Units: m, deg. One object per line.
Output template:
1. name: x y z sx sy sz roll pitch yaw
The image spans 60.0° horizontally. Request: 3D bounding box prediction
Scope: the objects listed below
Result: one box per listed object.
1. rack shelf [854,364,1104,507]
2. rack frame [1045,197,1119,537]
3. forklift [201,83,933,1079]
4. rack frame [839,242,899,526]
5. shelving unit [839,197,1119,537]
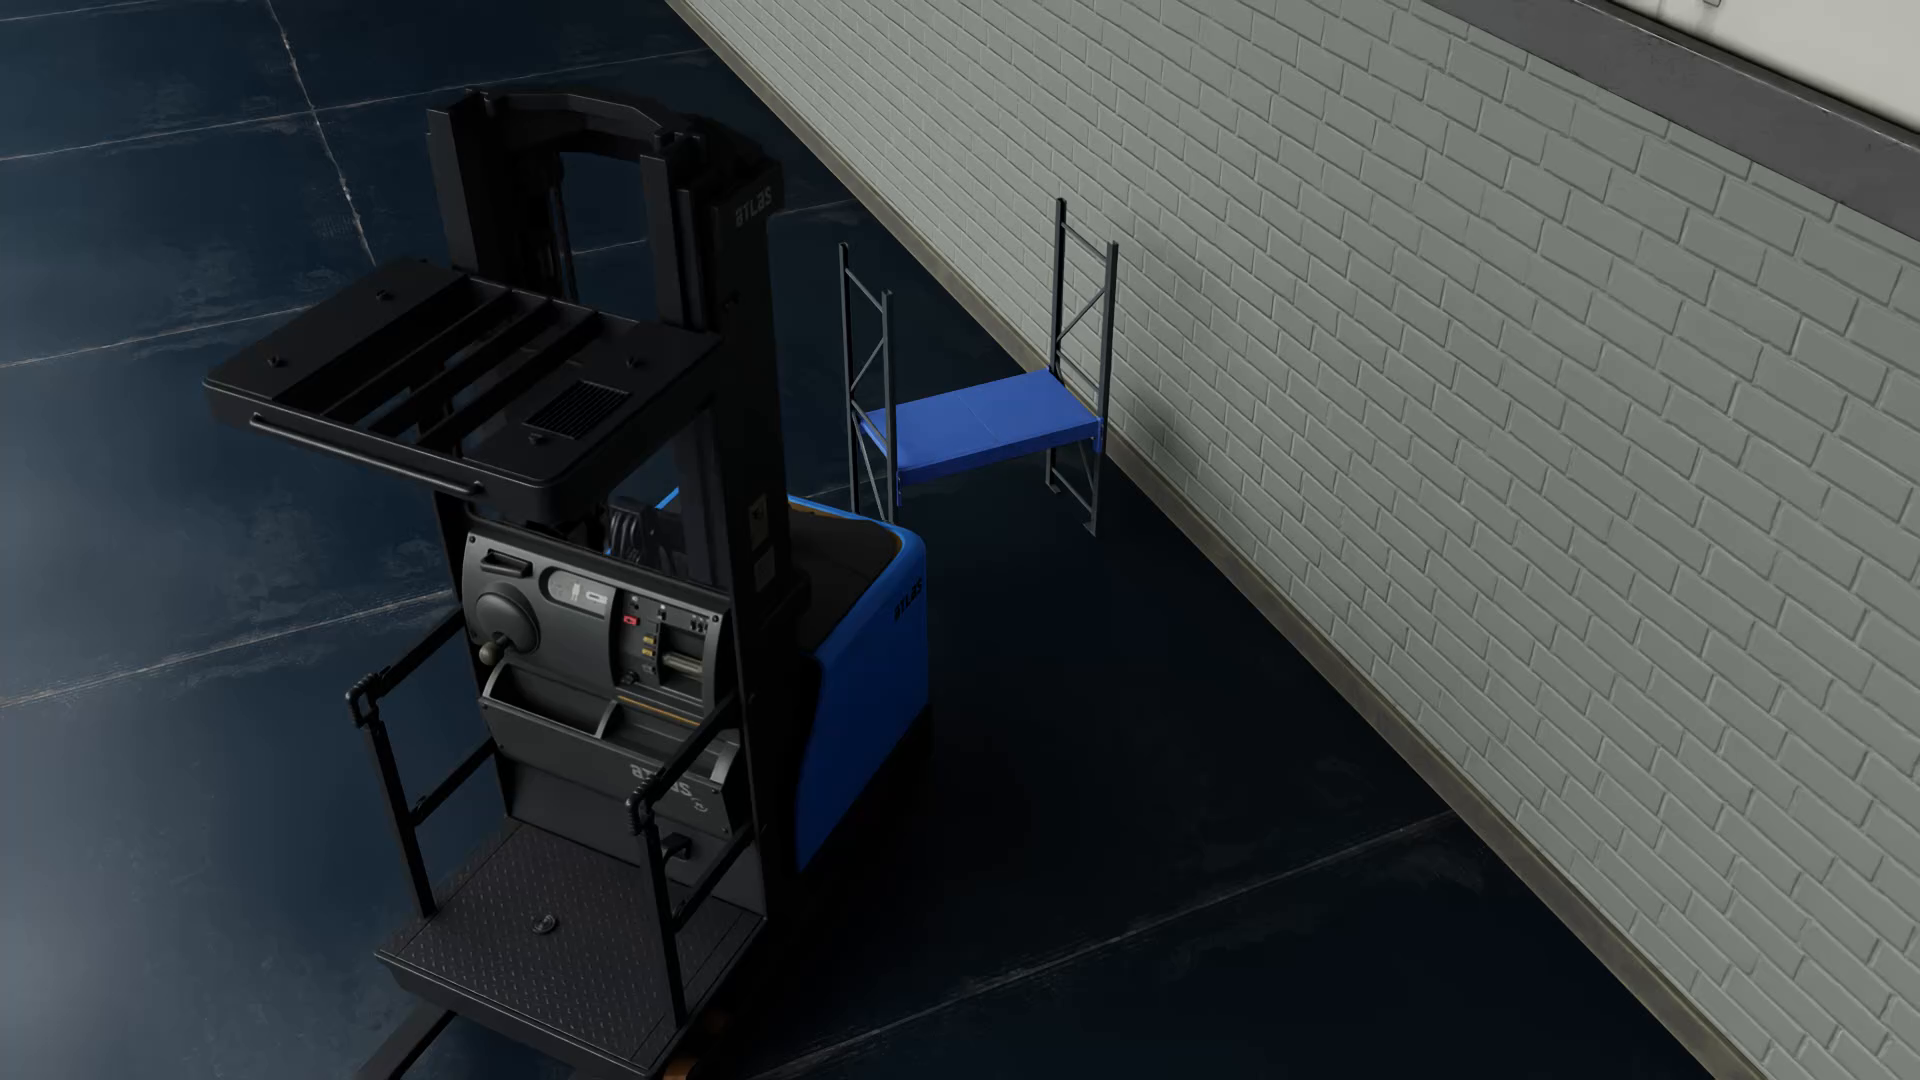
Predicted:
1. rack shelf: 0.077 -0.480 7.439 1.000 0.185 0.538 -16 39 -20
2. rack frame: 0.537 -0.753 7.506 0.032 1.500 0.500 -16 39 -20
3. forklift: -1.204 0.325 4.851 1.130 2.935 3.031 16 40 21
4. rack frame: -0.383 -0.495 7.159 0.032 1.500 0.500 -16 39 -20
5. shelving unit: 0.077 -0.624 7.332 1.048 1.500 0.538 -16 39 -20
